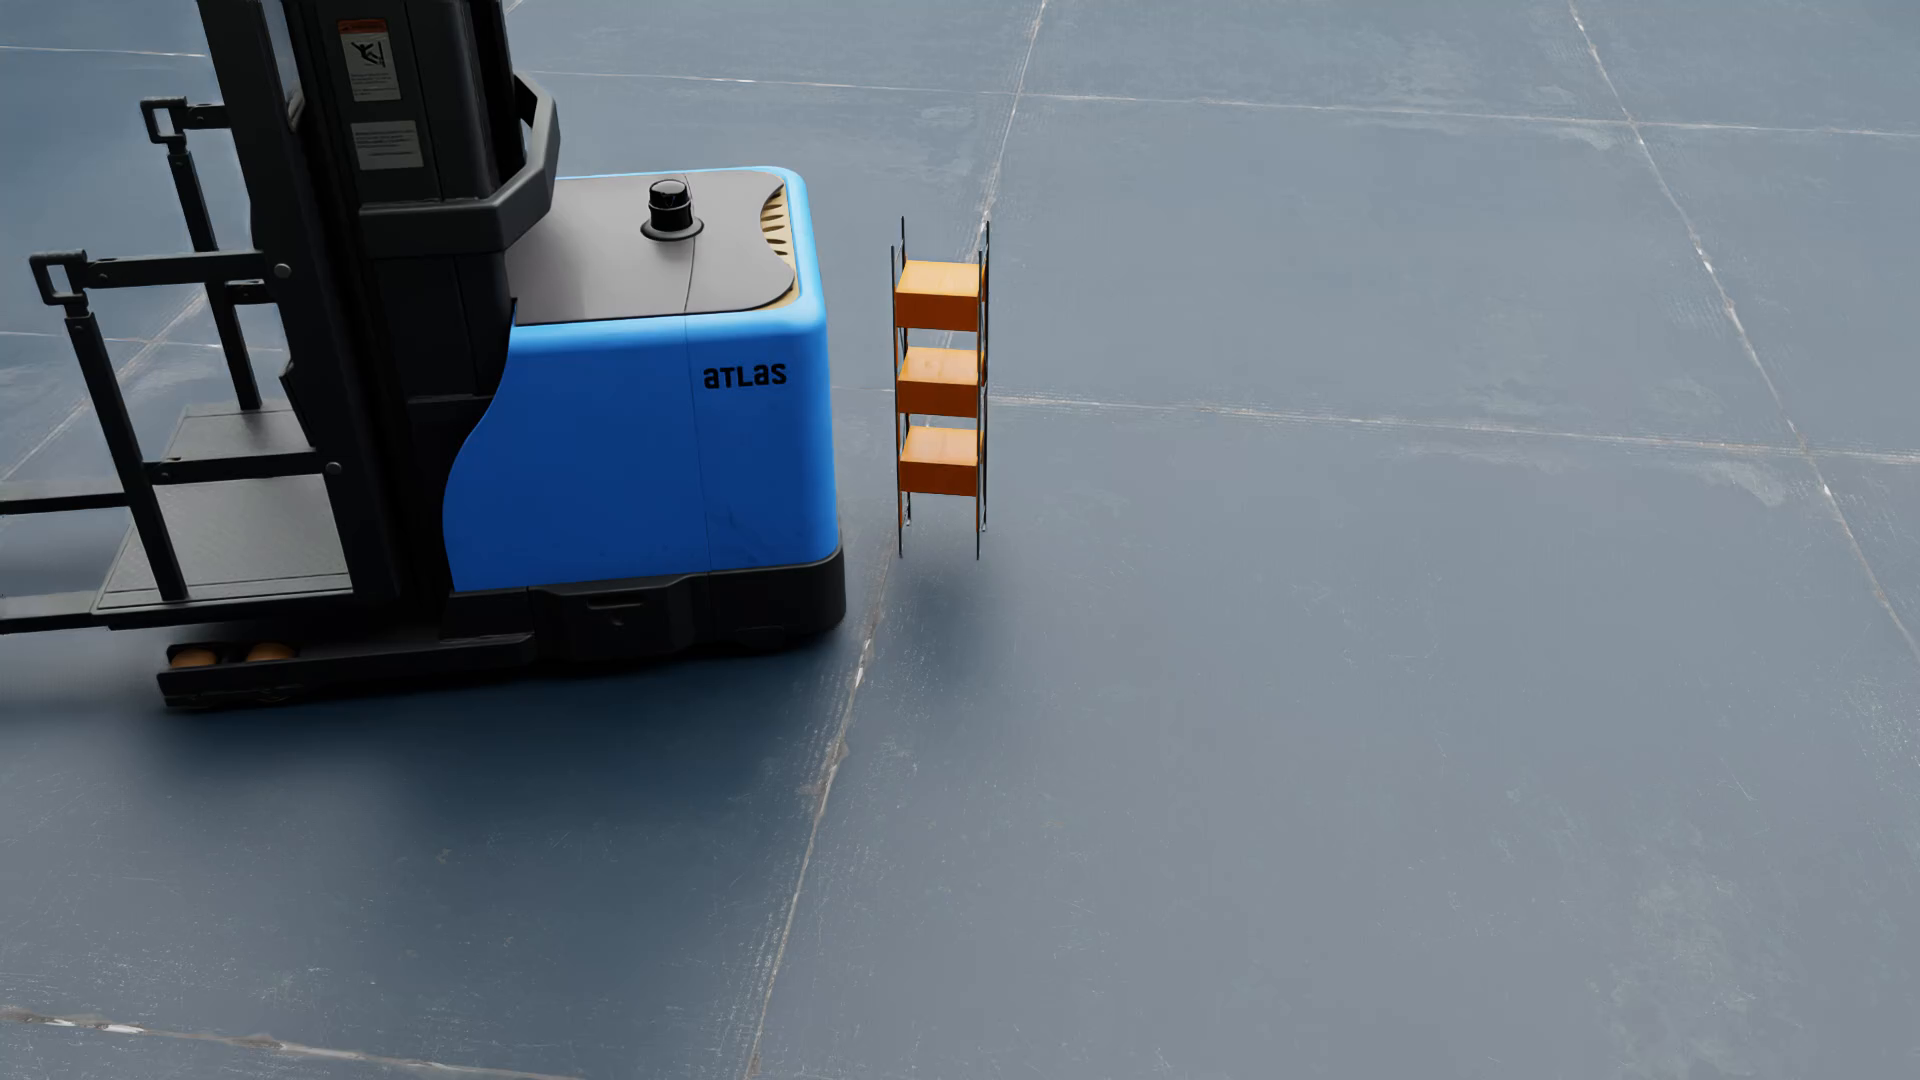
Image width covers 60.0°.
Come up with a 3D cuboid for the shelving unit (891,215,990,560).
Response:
[{"bbox_3d":[-0.053,-0.431,4.951,0.252,1.050,0.215,4,36,6],"label":"shelving unit"}]

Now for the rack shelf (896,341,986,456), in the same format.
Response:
[{"bbox_3d":[-0.053,-0.423,4.957,0.240,0.259,0.215,4,36,6],"label":"rack shelf"}]

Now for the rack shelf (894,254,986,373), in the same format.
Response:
[{"bbox_3d":[-0.053,-0.654,4.792,0.240,0.259,0.215,4,36,6],"label":"rack shelf"}]

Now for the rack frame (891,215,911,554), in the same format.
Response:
[{"bbox_3d":[-0.174,-0.440,4.963,0.008,1.050,0.200,4,36,6],"label":"rack frame"}]

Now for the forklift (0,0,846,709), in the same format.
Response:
[{"bbox_3d":[-1.891,-1.055,4.205,3.031,2.935,1.130,-5,36,-6],"label":"forklift"}]

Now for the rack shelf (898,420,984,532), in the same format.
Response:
[{"bbox_3d":[-0.053,-0.196,5.118,0.240,0.259,0.215,4,36,6],"label":"rack shelf"}]

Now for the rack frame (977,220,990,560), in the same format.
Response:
[{"bbox_3d":[0.068,-0.422,4.938,0.008,1.050,0.200,4,36,6],"label":"rack frame"}]
